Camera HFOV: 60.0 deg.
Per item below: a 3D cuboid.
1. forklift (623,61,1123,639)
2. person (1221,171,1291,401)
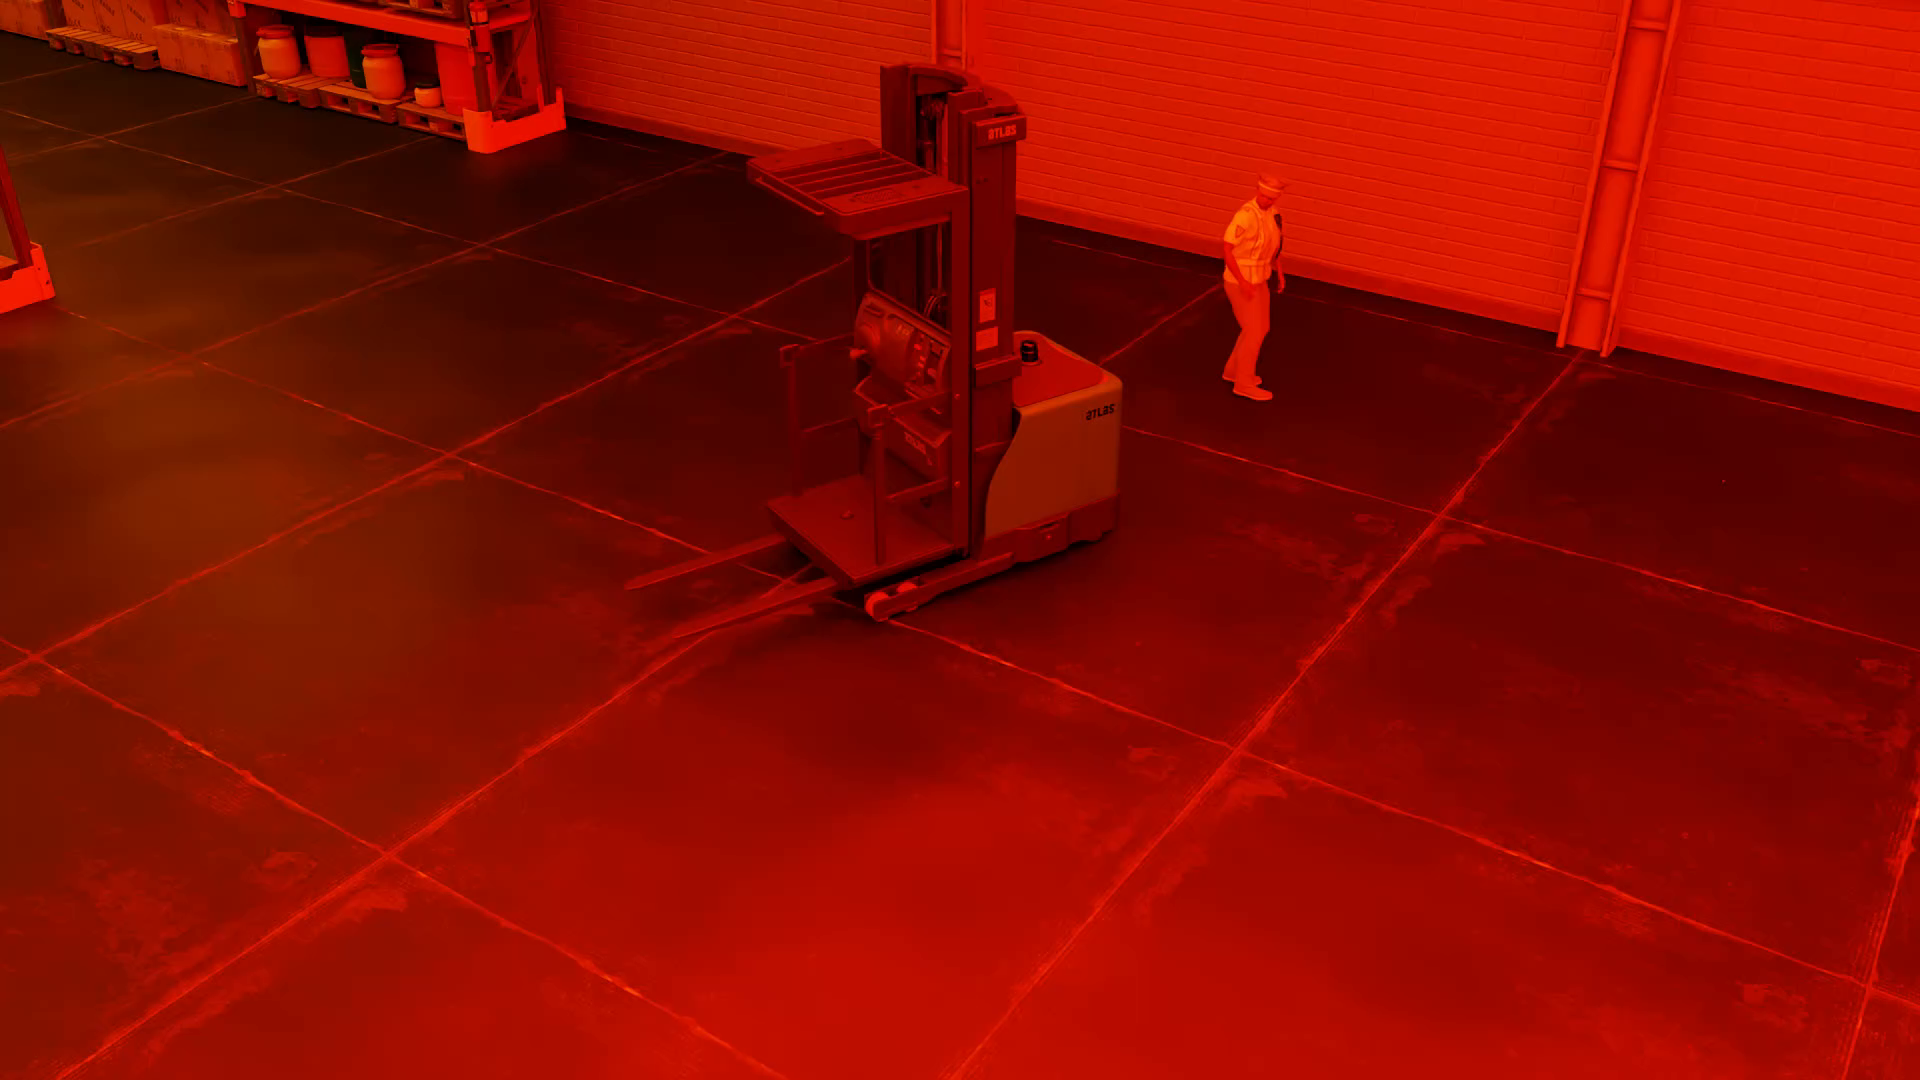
[{"bbox_3d":[-0.507,-1.097,9.471,3.031,2.935,1.130,-19,35,-29],"label":"forklift"},{"bbox_3d":[2.173,-1.862,12.076,0.479,1.648,0.648,17,34,27],"label":"person"}]
